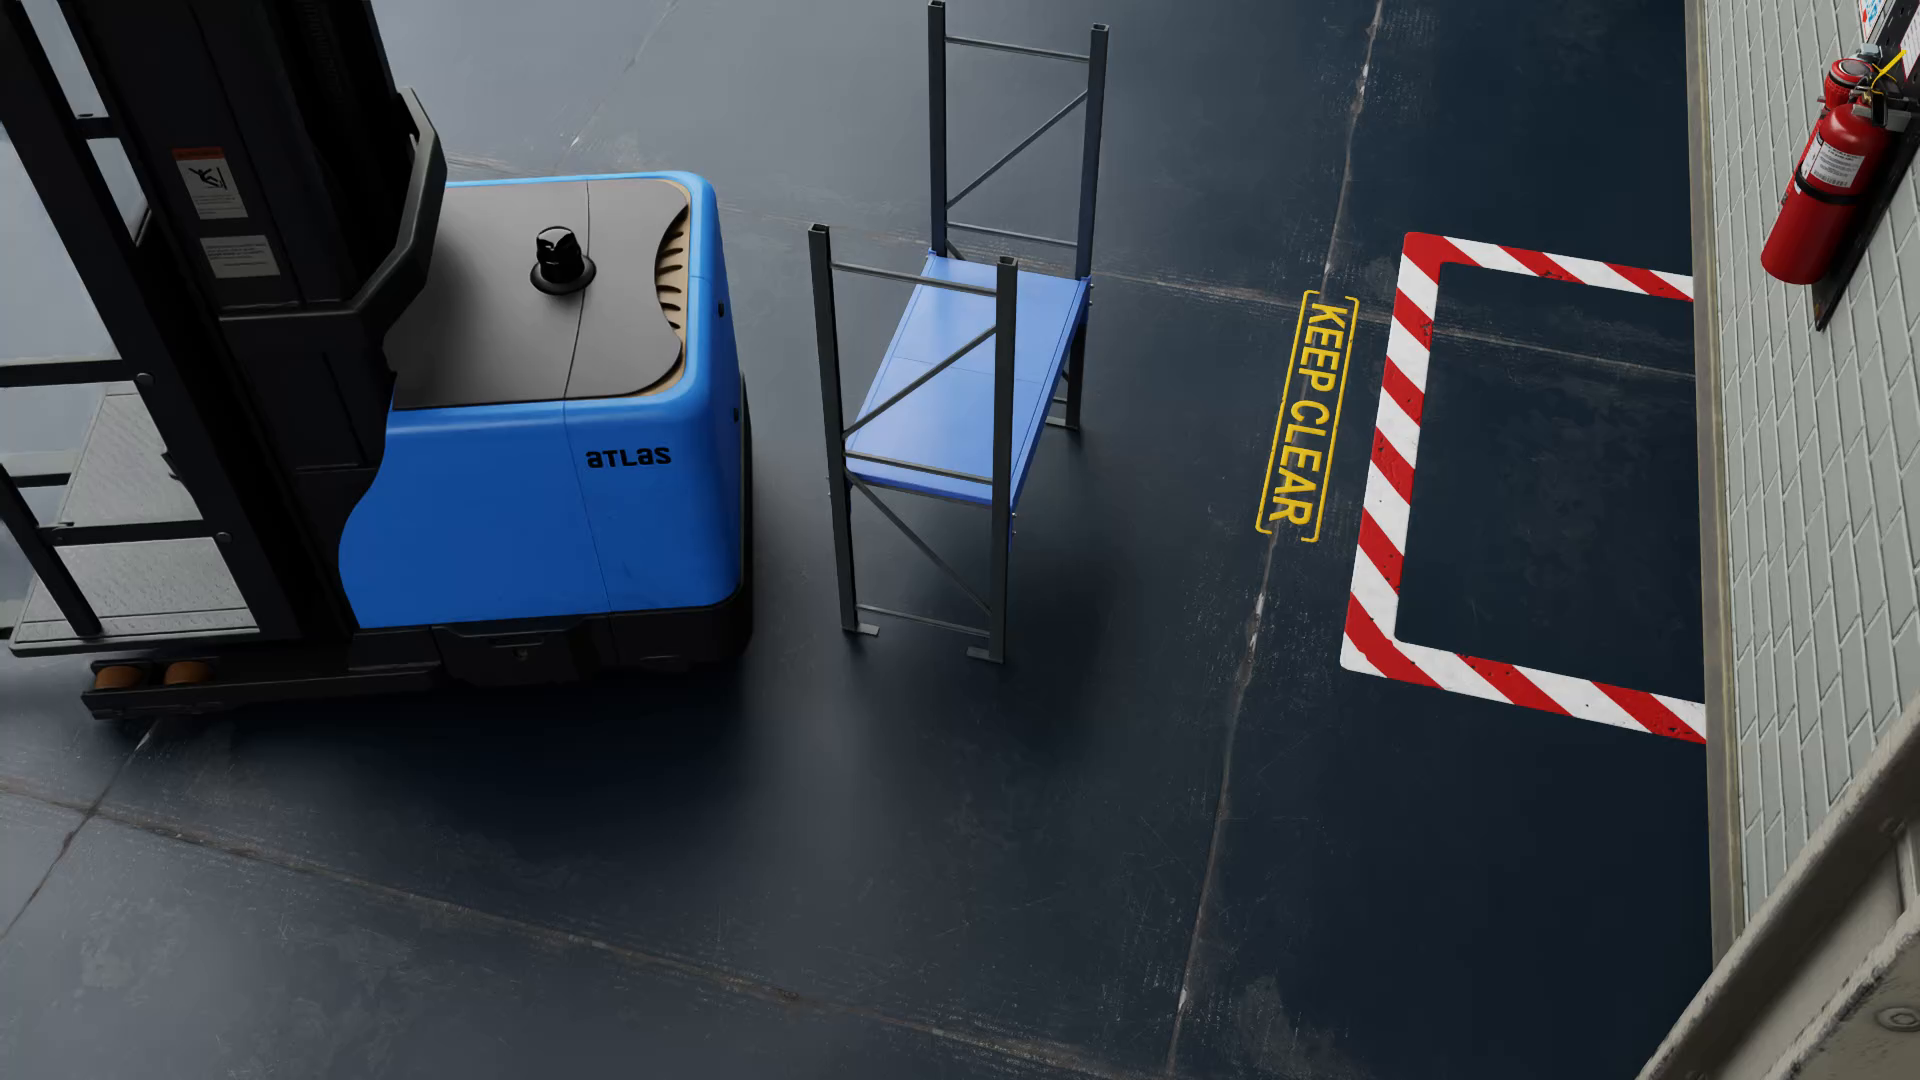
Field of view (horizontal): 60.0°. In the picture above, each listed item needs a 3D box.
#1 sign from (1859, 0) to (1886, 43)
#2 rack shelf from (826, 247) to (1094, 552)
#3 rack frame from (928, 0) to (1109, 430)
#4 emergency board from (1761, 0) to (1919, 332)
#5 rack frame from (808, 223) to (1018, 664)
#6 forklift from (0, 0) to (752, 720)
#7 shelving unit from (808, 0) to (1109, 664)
[{"bbox_3d":[2.574,-1.584,4.624,0.001,0.329,0.234,12,50,10],"label":"sign"},{"bbox_3d":[0.022,-0.439,4.877,0.538,0.185,1.000,12,50,10],"label":"rack shelf"},{"bbox_3d":[0.156,-0.926,5.067,0.500,1.500,0.032,12,50,10],"label":"rack frame"},{"bbox_3d":[2.329,-1.193,4.302,0.194,1.169,0.643,12,50,10],"label":"emergency board"},{"bbox_3d":[-0.111,-0.190,4.418,0.500,1.500,0.032,12,50,10],"label":"rack frame"},{"bbox_3d":[-2.160,-0.871,4.064,3.031,2.935,1.130,-4,49,-3],"label":"forklift"},{"bbox_3d":[0.022,-0.558,4.742,0.538,1.500,1.048,12,50,10],"label":"shelving unit"}]
